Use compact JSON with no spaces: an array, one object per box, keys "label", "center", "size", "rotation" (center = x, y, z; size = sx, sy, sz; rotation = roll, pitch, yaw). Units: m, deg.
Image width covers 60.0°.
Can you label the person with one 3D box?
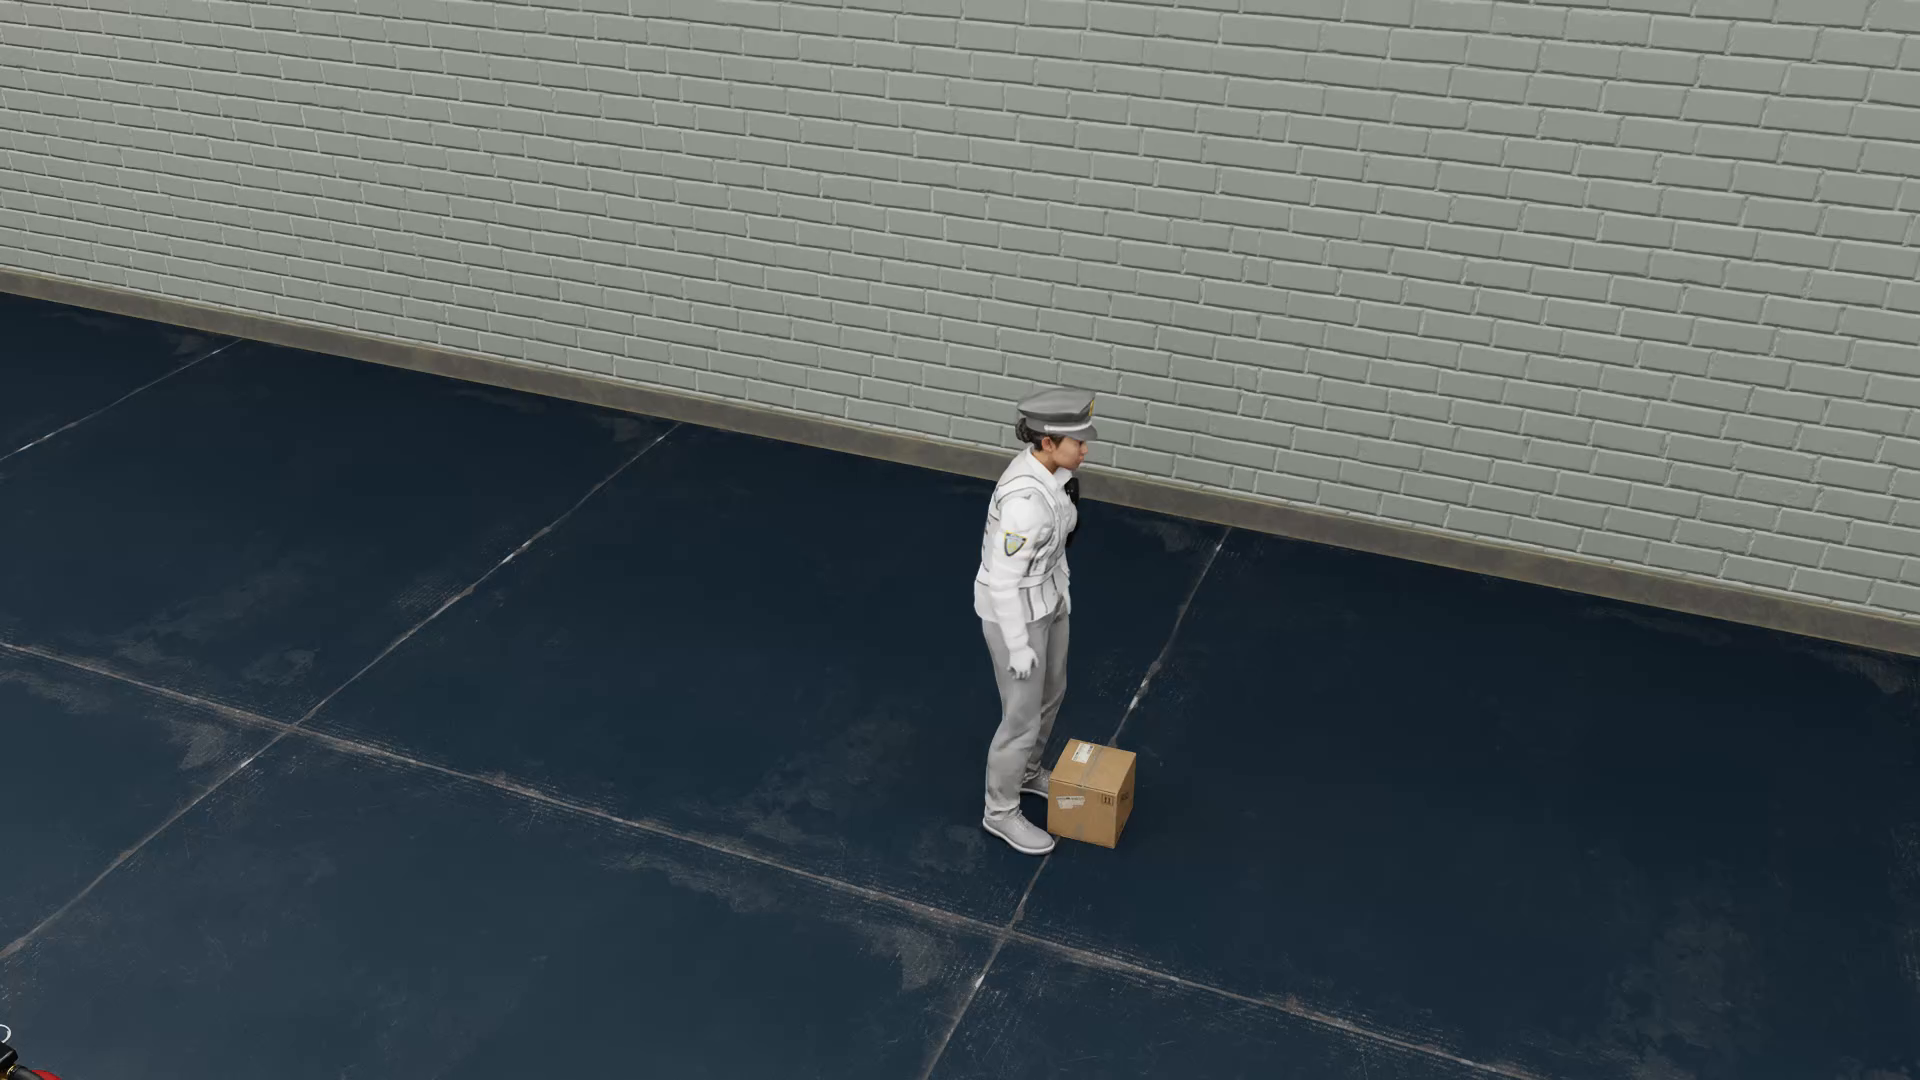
[{"label":"person","center":[0.252,0.254,5.682],"size":[0.378,1.663,0.532],"rotation":[11,32,19]}]
